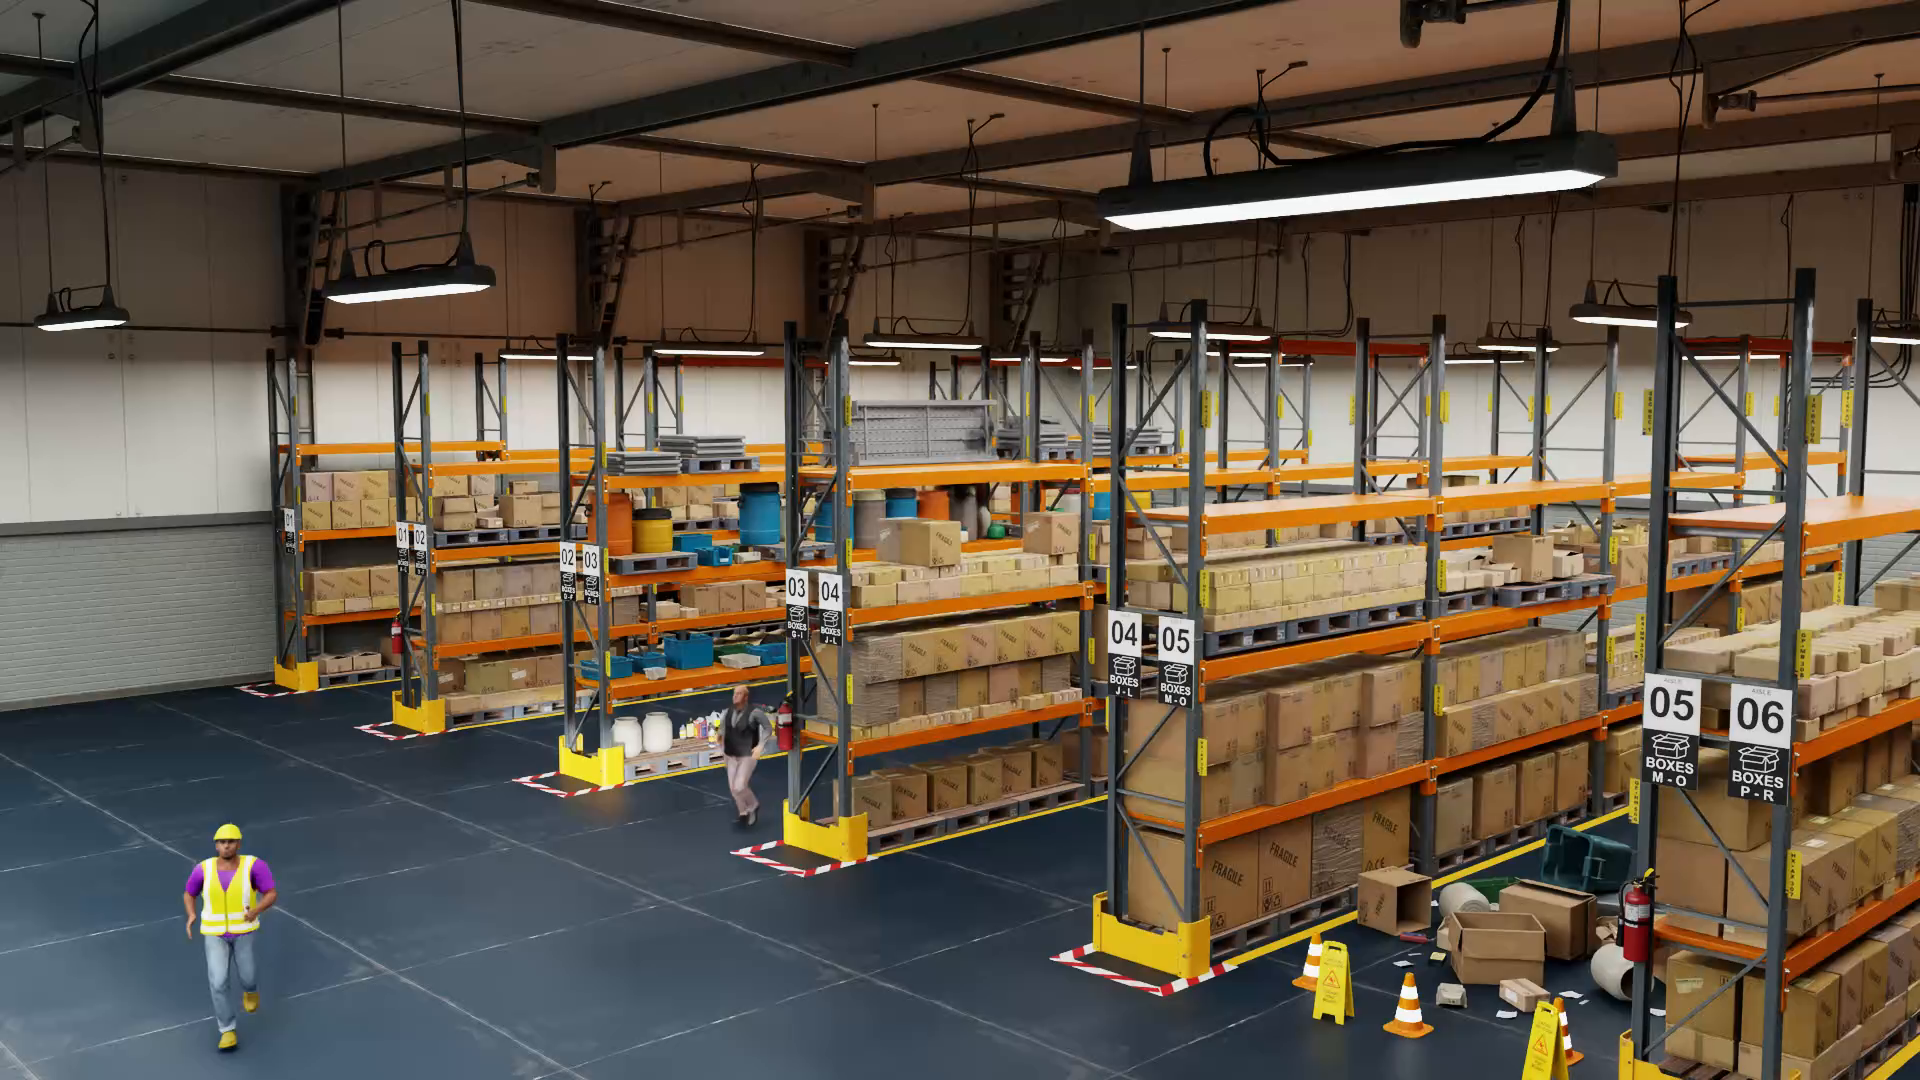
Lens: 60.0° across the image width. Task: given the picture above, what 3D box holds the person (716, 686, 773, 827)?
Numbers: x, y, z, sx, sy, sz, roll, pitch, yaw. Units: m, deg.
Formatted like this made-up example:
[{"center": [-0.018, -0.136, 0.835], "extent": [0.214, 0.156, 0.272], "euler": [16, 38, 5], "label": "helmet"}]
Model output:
[{"center": [-2.635, 2.595, 19.866], "extent": [0.665, 1.703, 0.600], "euler": [3, 6, 29], "label": "person"}]

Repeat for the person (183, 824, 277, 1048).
[{"center": [-5.884, 3.144, 13.407], "extent": [0.712, 1.732, 0.795], "euler": [-2, 5, -17], "label": "person"}]
